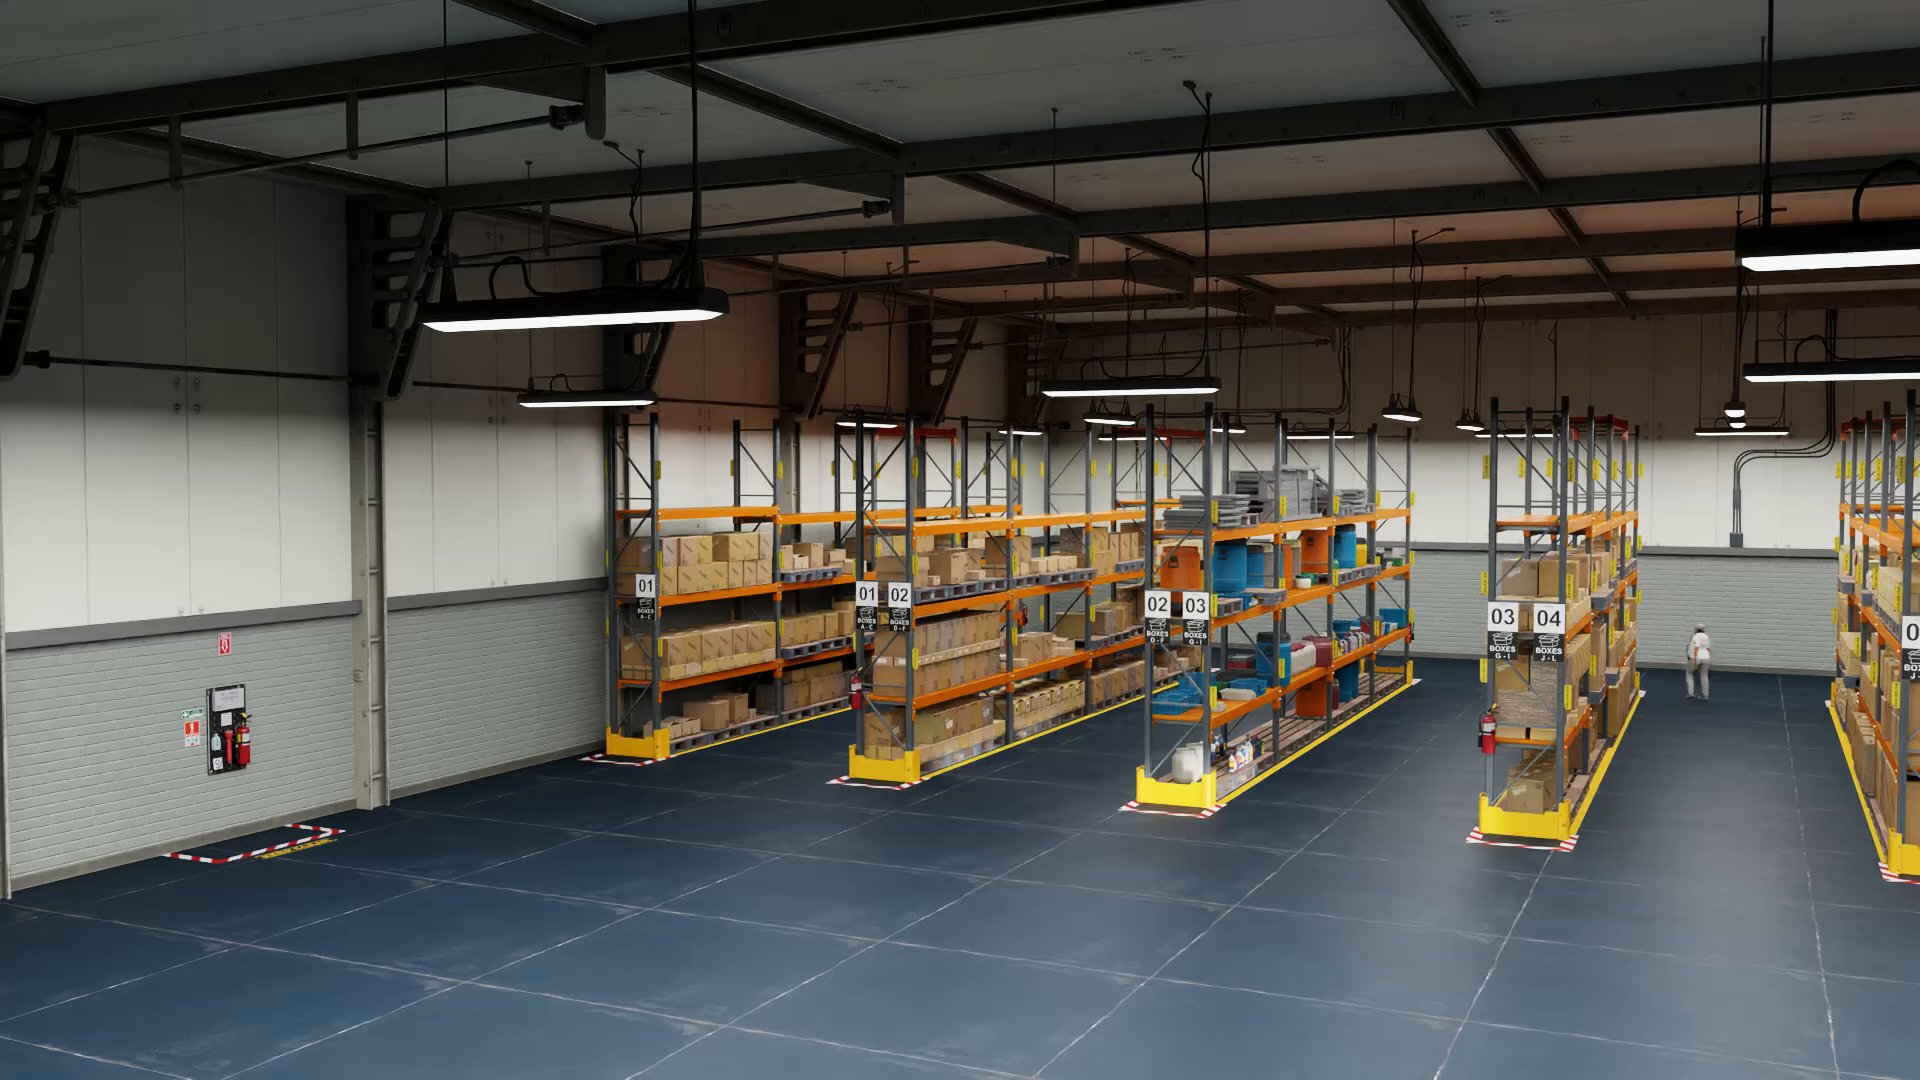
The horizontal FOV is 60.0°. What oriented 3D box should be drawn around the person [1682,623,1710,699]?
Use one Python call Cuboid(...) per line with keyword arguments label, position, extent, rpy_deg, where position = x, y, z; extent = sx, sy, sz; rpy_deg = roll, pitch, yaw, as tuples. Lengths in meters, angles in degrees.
Cuboid(label="person", position=(16.154, 2.672, 36.321), extent=(0.503, 1.700, 0.597), rpy_deg=(0, 2, -4))
